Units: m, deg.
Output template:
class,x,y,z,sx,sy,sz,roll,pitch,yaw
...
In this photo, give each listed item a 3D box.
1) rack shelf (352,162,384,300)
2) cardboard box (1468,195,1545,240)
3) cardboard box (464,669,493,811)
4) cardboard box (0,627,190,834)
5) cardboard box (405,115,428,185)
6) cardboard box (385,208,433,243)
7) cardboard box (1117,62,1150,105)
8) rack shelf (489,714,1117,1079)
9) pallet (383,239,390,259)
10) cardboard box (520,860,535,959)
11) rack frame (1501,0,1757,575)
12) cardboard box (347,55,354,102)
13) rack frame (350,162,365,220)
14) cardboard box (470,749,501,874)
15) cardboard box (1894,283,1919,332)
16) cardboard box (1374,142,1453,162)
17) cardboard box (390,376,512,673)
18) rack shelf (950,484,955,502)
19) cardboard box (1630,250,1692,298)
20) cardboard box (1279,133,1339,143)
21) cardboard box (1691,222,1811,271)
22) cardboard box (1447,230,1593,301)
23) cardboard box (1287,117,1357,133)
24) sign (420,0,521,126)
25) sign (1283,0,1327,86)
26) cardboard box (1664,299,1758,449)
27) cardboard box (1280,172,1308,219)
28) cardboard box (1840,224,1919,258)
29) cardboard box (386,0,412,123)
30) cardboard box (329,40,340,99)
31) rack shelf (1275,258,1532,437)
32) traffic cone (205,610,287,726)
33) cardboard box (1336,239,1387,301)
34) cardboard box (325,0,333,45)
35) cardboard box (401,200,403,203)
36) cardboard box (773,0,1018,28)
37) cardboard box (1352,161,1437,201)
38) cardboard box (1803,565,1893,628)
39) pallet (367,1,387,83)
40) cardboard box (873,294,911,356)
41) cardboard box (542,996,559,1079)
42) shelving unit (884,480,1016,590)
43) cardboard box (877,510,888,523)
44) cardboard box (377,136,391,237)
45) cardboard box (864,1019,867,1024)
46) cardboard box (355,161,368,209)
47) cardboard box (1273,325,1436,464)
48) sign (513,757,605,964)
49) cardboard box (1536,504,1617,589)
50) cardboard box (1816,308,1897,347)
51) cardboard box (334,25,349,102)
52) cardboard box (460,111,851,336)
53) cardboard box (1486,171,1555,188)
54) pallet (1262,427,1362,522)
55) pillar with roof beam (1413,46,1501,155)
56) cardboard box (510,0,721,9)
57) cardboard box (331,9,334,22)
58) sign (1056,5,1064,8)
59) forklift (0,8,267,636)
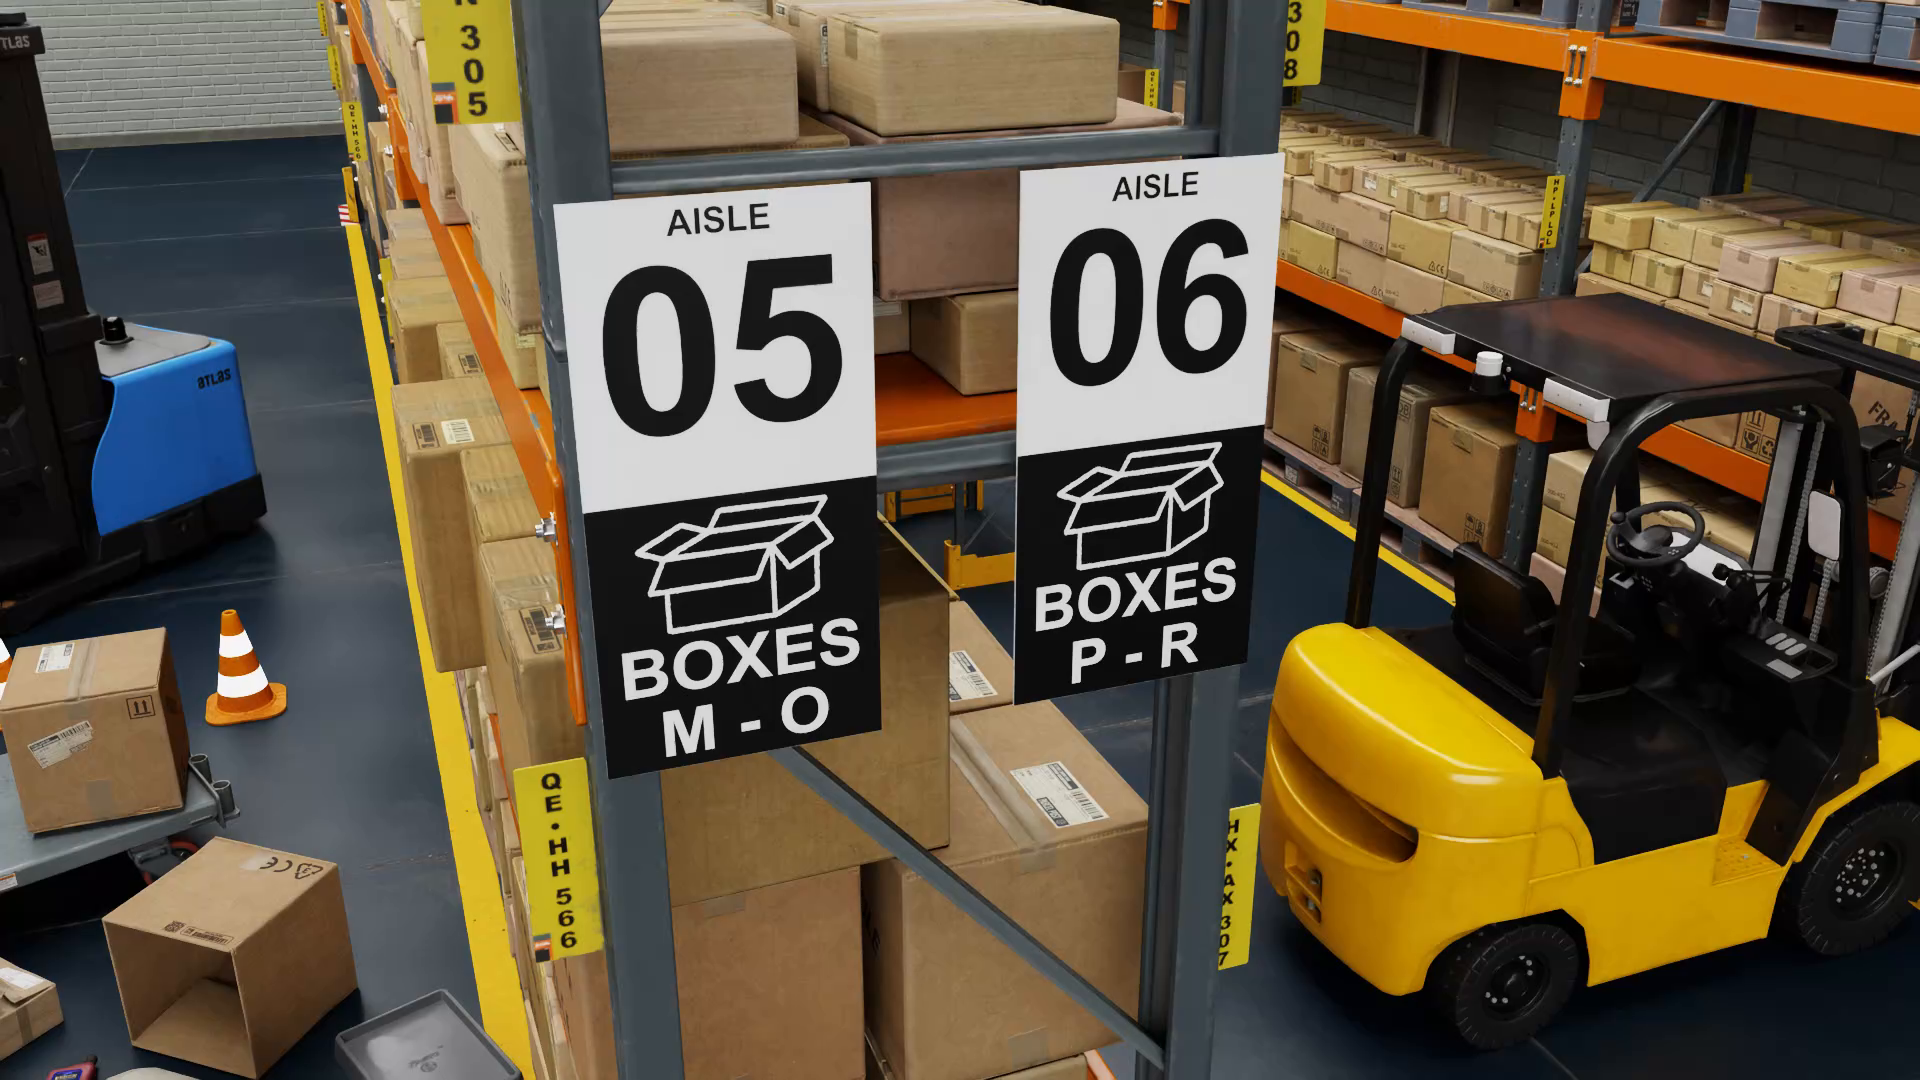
class,x,y,z,sx,sy,sz,roll,pitch,yaw
rack shelf,-3.581,-2.228,11.601,1.077,0.370,4.000,-8,24,-19
cardboard box,2.744,-1.592,8.201,0.380,0.149,0.250,-9,24,-20
cardboard box,-1.506,0.600,5.999,0.500,0.500,0.500,-7,24,-16
cardboard box,-3.116,0.678,6.022,0.500,0.500,0.500,-8,24,-19
cardboard box,-1.208,-1.019,4.266,0.380,0.149,0.250,-9,24,-20
cardboard box,-1.509,-0.834,5.567,0.700,0.500,0.500,-9,24,-20
cardboard box,1.018,-3.324,12.601,0.797,0.503,0.637,-9,24,-20
rack shelf,-0.755,0.679,4.704,1.077,0.370,4.000,-8,24,-19
pallet,-2.523,-1.500,9.194,1.213,0.211,1.003,-8,24,-19
cardboard box,-0.945,0.936,4.367,0.380,0.149,0.250,-7,24,-17
rack frame,3.181,-1.062,7.908,1.000,3.000,0.127,-8,24,-19
cardboard box,-3.660,-2.858,10.754,0.500,0.500,0.500,-8,24,-19
rack frame,-5.701,-4.740,16.633,1.000,3.000,0.127,-8,24,-19
cardboard box,-1.506,0.945,6.144,0.500,0.250,0.500,-10,25,-21
cardboard box,3.650,-0.842,6.039,0.380,0.149,0.250,-8,24,-19
cardboard box,2.632,-2.215,9.679,0.380,0.149,0.250,-8,24,-17
cardboard box,-0.881,-0.082,3.783,0.700,0.500,0.500,-9,24,-20
rack shelf,0.030,-0.494,8.955,0.538,0.185,1.000,-8,24,-19
cardboard box,3.140,-1.161,7.179,0.380,0.149,0.250,-8,24,-18
cardboard box,2.036,-2.337,9.969,0.380,0.149,0.250,-8,24,-18
cardboard box,3.291,-1.213,6.920,0.380,0.149,0.250,-9,24,-20
cardboard box,2.768,-1.367,8.180,0.500,0.250,0.500,-9,24,-20
cardboard box,2.303,-2.588,10.564,0.380,0.149,0.250,-8,24,-19
sign,-0.575,-0.648,1.922,0.100,0.325,0.005,-8,24,-19
sign,0.459,-0.786,2.265,0.100,0.325,0.005,-8,24,-19
cardboard box,3.293,-0.724,6.977,0.500,0.500,0.500,-8,24,-18
cardboard box,2.040,-2.107,9.937,0.500,0.250,0.500,-9,24,-20
cardboard box,3.879,-1.196,6.879,0.380,0.149,0.250,-9,24,-20
cardboard box,-1.207,-1.262,4.331,0.500,0.250,0.500,-8,24,-19
cardboard box,-5.800,-4.572,16.107,0.500,0.500,0.500,-9,24,-19
rack shelf,2.474,-1.457,9.771,1.077,0.370,4.000,-8,24,-19
traffic cone,-3.209,0.531,7.394,0.336,0.463,0.334,-8,24,-19
cardboard box,2.428,-1.507,9.156,0.500,0.250,0.500,-8,24,-19
cardboard box,-5.609,-4.846,15.470,0.500,0.500,0.500,-9,24,-20
cardboard box,-2.210,-1.537,7.147,0.380,0.149,0.250,-9,25,-21
cardboard box,-0.118,-0.906,2.972,0.380,0.149,0.250,-8,24,-19
cardboard box,2.373,-1.961,9.076,0.380,0.149,0.250,-8,24,-19
cardboard box,3.594,0.328,6.322,0.500,0.250,0.500,-9,24,-20
pallet,-1.580,-1.914,6.309,1.213,0.211,1.003,-8,24,-19
cardboard box,-0.038,-0.441,2.895,0.380,0.149,0.250,-9,25,-21
cardboard box,-0.763,1.357,4.202,0.500,0.500,0.500,-7,24,-17
shelving unit,0.027,-0.663,8.893,0.587,1.500,1.083,-8,24,-19
cardboard box,-0.511,0.124,4.582,0.500,0.500,0.500,-9,24,-20
cardboard box,-2.741,-1.826,8.668,0.500,0.500,0.500,-7,24,-16
cardboard box,-0.077,0.948,3.462,0.380,0.149,0.250,-8,24,-18
cardboard box,-3.861,-2.462,11.422,0.500,0.250,0.500,-9,24,-20
cardboard box,2.452,-0.905,10.052,0.875,0.625,0.625,-9,25,-21
sign,-0.575,0.464,2.391,0.100,0.325,0.005,-8,24,-19
cardboard box,3.063,-0.001,7.745,0.500,0.250,0.500,-8,24,-19
cardboard box,3.473,-0.786,6.289,0.380,0.149,0.250,-9,25,-21
cardboard box,-4.401,-3.594,12.499,0.500,0.500,0.500,-8,24,-18
cardboard box,-0.481,-0.525,2.582,0.500,0.250,0.500,-9,24,-20
cardboard box,3.014,-1.850,8.812,0.380,0.149,0.250,-9,24,-20
pallet,2.449,-0.483,10.125,1.003,0.211,1.213,-8,24,-19
pillar with roof beam,-0.956,-4.339,7.959,9.100,9.000,0.400,-8,24,-19
cardboard box,-0.607,-0.832,2.796,0.380,0.149,0.250,-9,24,-20
cardboard box,-4.884,-4.112,13.728,0.500,0.500,0.500,-9,24,-20
sign,0.873,-4.580,14.763,0.100,0.325,0.005,-8,24,-19
forklift,-5.049,-1.018,7.892,1.130,2.935,3.031,11,25,25
